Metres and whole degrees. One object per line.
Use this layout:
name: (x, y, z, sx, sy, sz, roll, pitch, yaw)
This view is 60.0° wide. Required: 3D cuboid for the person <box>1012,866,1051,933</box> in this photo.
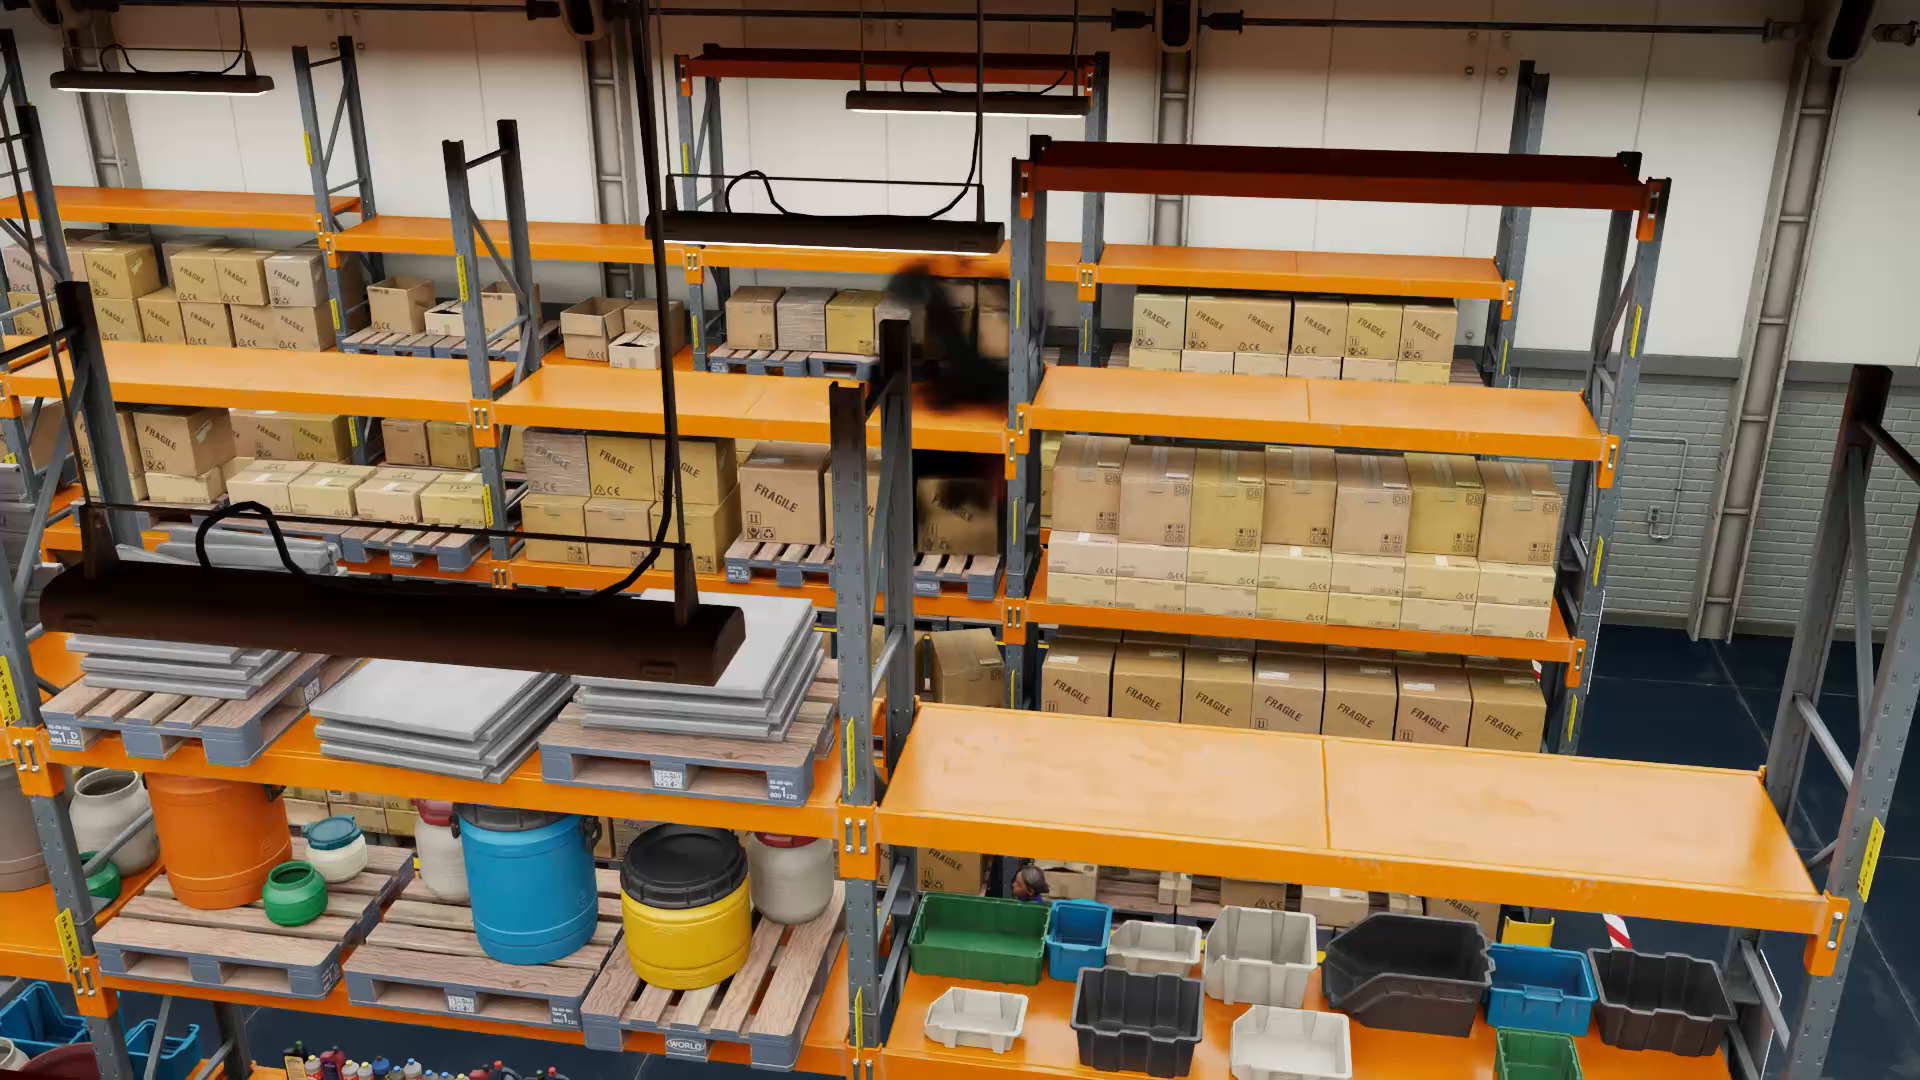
person: (0.462, 2.934, 11.324, 0.887, 1.653, 0.582, -1, 23, -3)
